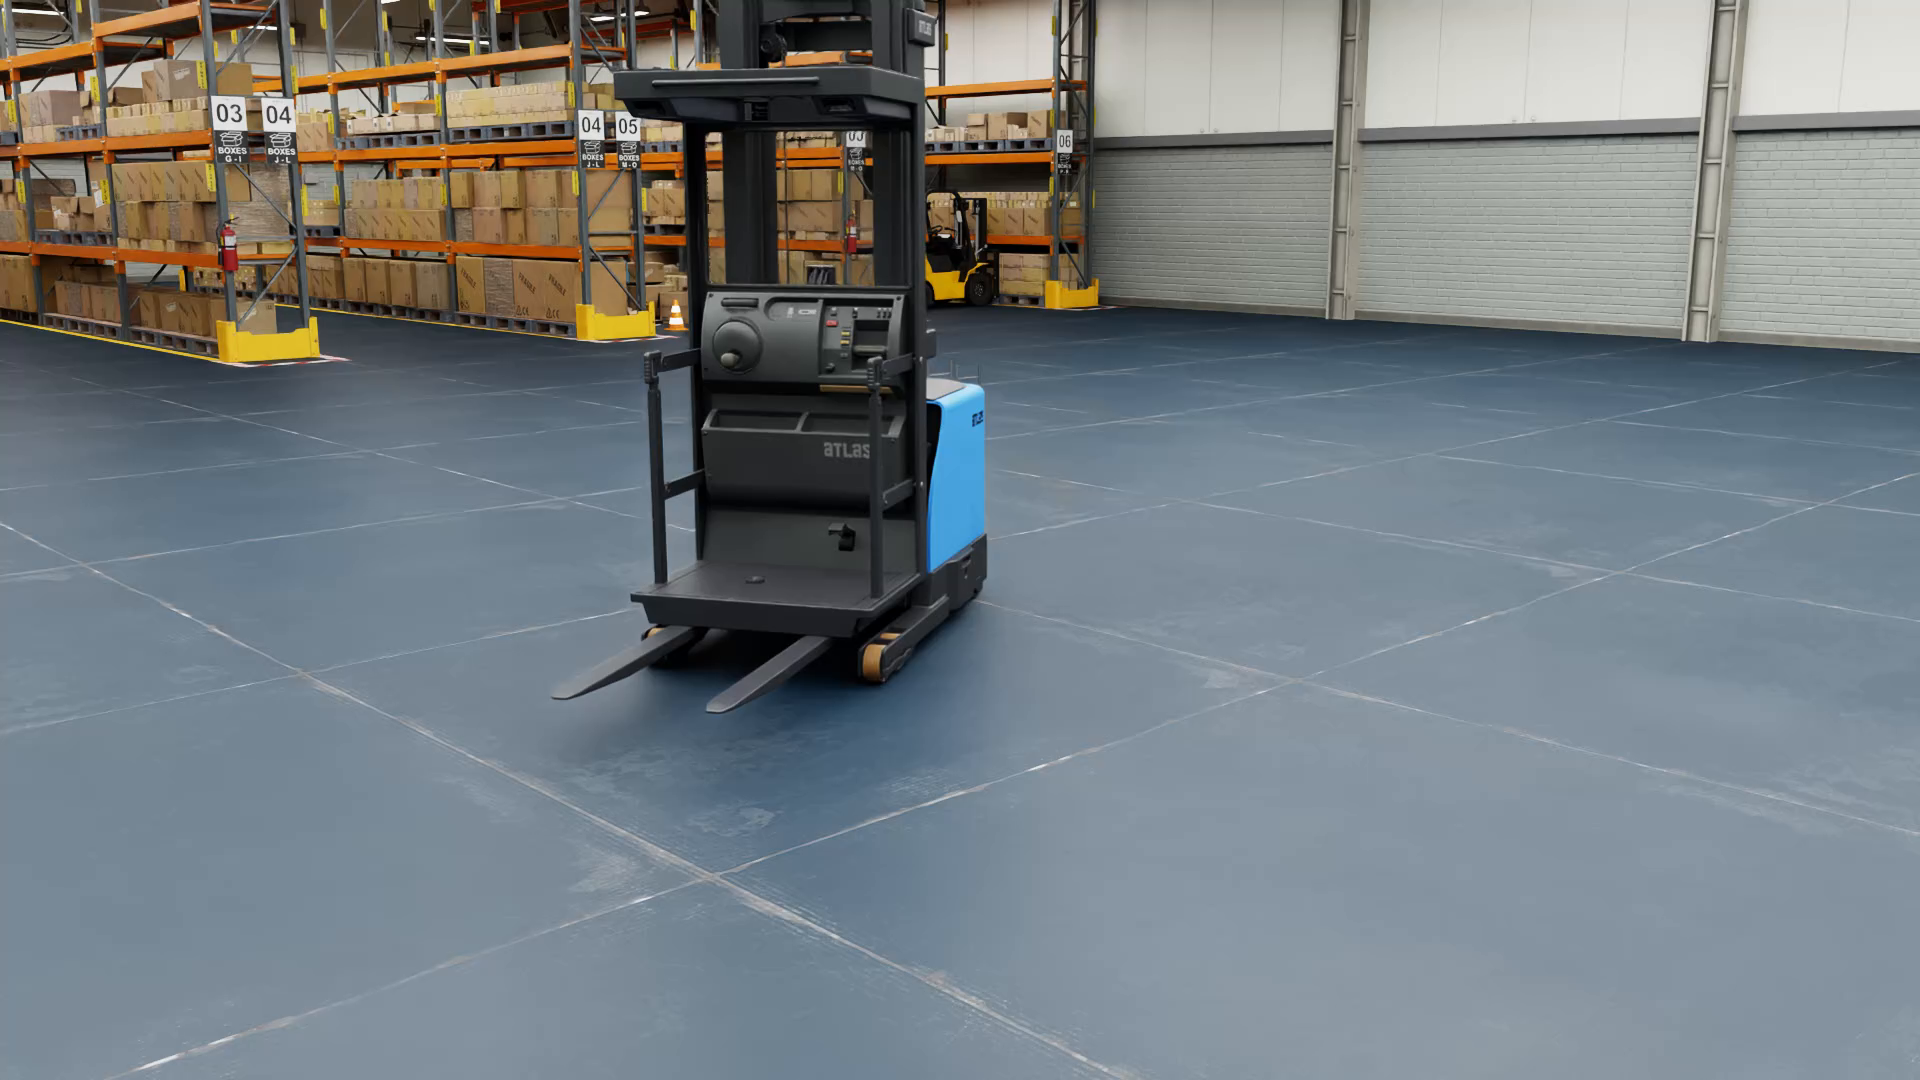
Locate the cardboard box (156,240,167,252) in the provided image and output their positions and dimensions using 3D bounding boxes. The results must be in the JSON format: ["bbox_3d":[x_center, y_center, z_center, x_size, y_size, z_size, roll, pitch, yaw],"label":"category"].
[{"bbox_3d":[-10.469,-3.925,22.153,0.380,0.149,0.250,-11,16,-43],"label":"cardboard box"}]

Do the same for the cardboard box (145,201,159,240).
[{"bbox_3d":[-10.441,-4.322,22.473,0.875,0.500,0.500,-11,16,-43],"label":"cardboard box"}]

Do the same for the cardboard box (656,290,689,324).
[{"bbox_3d":[-4.559,-3.817,27.190,0.637,0.503,0.797,1,12,6],"label":"cardboard box"}]

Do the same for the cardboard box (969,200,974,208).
[{"bbox_3d":[0.393,-6.467,32.012,0.380,0.149,0.250,-11,16,-44],"label":"cardboard box"}]

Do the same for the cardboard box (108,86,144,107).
[{"bbox_3d":[-11.698,-6.147,23.582,0.637,0.503,0.797,11,16,42],"label":"cardboard box"}]

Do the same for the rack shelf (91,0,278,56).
[{"bbox_3d":[-10.064,-6.631,21.588,1.077,0.370,4.000,-11,16,-43],"label":"rack shelf"}]

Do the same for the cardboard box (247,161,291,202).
[{"bbox_3d":[-8.866,-4.558,21.137,0.500,0.500,0.500,-11,16,-43],"label":"cardboard box"}]

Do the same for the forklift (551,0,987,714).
[{"bbox_3d":[-0.752,-0.922,7.121,1.130,2.935,3.031,3,12,15],"label":"forklift"}]

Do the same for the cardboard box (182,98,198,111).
[{"bbox_3d":[-9.463,-5.422,20.745,0.250,0.149,0.380,11,16,43],"label":"cardboard box"}]

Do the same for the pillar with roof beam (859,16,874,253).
[{"bbox_3d":[-5.014,-9.269,32.603,9.100,9.000,0.548,-11,16,-43],"label":"pillar with roof beam"}]

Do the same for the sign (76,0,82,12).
[{"bbox_3d":[-13.822,-8.434,26.037,0.100,0.325,0.005,-11,16,-43],"label":"sign"}]

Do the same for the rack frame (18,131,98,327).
[{"bbox_3d":[-14.208,-4.923,26.371,1.000,3.000,0.127,-11,16,-43],"label":"rack frame"}]

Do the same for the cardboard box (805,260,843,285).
[{"bbox_3d":[-2.257,-4.443,27.957,0.500,0.500,0.500,-11,16,-42],"label":"cardboard box"}]

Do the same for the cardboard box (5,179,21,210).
[{"bbox_3d":[-15.149,-5.667,27.252,0.797,0.503,0.637,-10,16,-41],"label":"cardboard box"}]

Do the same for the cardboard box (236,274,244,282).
[{"bbox_3d":[-14.154,-5.214,33.072,0.250,0.149,0.380,11,16,43],"label":"cardboard box"}]

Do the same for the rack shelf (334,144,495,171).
[{"bbox_3d":[-9.169,-6.424,28.007,1.077,0.370,4.000,-11,16,-43],"label":"rack shelf"}]

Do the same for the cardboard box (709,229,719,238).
[{"bbox_3d":[-4.292,-5.506,29.825,0.380,0.149,0.250,-11,16,-43],"label":"cardboard box"}]

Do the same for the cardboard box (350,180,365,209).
[{"bbox_3d":[-10.248,-6.071,29.218,0.700,0.500,0.500,-11,16,-43],"label":"cardboard box"}]

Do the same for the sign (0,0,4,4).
[{"bbox_3d":[-14.606,-8.318,25.277,0.100,0.325,0.005,-11,16,-43],"label":"sign"}]

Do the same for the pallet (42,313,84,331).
[{"bbox_3d":[-13.669,-3.443,26.098,1.003,0.211,1.213,-11,16,-43],"label":"pallet"}]

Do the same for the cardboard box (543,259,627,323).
[{"bbox_3d":[-5.542,-3.686,24.595,0.875,0.875,0.875,-11,16,-42],"label":"cardboard box"}]

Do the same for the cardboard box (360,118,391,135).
[{"bbox_3d":[-9.864,-7.040,28.298,0.500,0.250,0.500,-10,16,-41],"label":"cardboard box"}]

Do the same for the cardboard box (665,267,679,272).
[{"bbox_3d":[-6.812,-6.429,39.708,0.250,0.149,0.380,11,16,43],"label":"cardboard box"}]

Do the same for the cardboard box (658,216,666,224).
[{"bbox_3d":[-5.385,-5.949,30.936,0.380,0.149,0.250,-11,16,-42],"label":"cardboard box"}]

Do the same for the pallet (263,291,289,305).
[{"bbox_3d":[-12.774,-4.704,32.218,1.003,0.211,1.213,-11,16,-43],"label":"pallet"}]

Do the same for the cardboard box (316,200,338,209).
[{"bbox_3d":[-11.220,-5.981,29.614,0.250,0.149,0.380,11,16,43],"label":"cardboard box"}]

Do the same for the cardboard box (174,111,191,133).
[{"bbox_3d":[-9.546,-5.258,20.938,0.500,0.250,0.500,-11,16,-42],"label":"cardboard box"}]

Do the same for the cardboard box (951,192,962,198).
[{"bbox_3d":[0.046,-6.689,32.352,0.380,0.149,0.250,-11,16,-43],"label":"cardboard box"}]

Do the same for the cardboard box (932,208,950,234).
[{"bbox_3d":[-0.201,-6.286,32.741,0.500,0.500,0.500,-11,16,-42],"label":"cardboard box"}]

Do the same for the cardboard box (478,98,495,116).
[{"bbox_3d":[-6.955,-6.554,25.201,0.500,0.250,0.500,-11,16,-43],"label":"cardboard box"}]

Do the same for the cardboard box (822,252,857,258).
[{"bbox_3d":[-2.575,-5.851,35.722,0.875,0.625,0.625,-10,15,-41],"label":"cardboard box"}]

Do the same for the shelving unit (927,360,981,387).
[{"bbox_3d":[-0.037,-0.522,9.843,0.215,1.050,0.252,-11,16,-43],"label":"shelving unit"}]

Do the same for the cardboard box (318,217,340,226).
[{"bbox_3d":[-11.224,-5.690,29.676,0.380,0.149,0.250,-11,16,-42],"label":"cardboard box"}]

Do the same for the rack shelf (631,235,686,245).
[{"bbox_3d":[-5.659,-5.659,31.730,1.077,0.370,4.000,-11,16,-43],"label":"rack shelf"}]

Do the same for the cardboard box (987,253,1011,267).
[{"bbox_3d":[0.816,-5.347,31.725,0.500,0.250,0.500,-11,16,-42],"label":"cardboard box"}]

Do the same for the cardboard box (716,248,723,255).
[{"bbox_3d":[-5.382,-6.644,38.272,0.380,0.149,0.250,-11,16,-43],"label":"cardboard box"}]

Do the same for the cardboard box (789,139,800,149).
[{"bbox_3d":[-2.652,-6.646,27.927,0.380,0.149,0.250,-11,16,-43],"label":"cardboard box"}]

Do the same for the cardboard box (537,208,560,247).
[{"bbox_3d":[-5.710,-4.630,24.579,0.875,0.550,0.550,-11,16,-43],"label":"cardboard box"}]

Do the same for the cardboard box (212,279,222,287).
[{"bbox_3d":[-15.077,-5.268,34.071,0.250,0.149,0.380,11,16,42],"label":"cardboard box"}]

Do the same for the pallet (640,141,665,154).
[{"bbox_3d":[-5.345,-7.353,31.198,1.213,0.211,1.003,-11,16,-43],"label":"pallet"}]

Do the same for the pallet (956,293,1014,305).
[{"bbox_3d":[0.675,-4.746,32.425,1.003,0.211,1.213,-11,16,-43],"label":"pallet"}]

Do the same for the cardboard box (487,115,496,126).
[{"bbox_3d":[-6.902,-6.330,25.102,0.380,0.149,0.250,-11,16,-43],"label":"cardboard box"}]

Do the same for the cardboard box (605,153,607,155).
[{"bbox_3d":[-6.769,-7.600,32.266,0.396,0.266,0.258,-11,16,-43],"label":"cardboard box"}]

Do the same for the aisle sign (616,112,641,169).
[{"bbox_3d":[-4.760,-5.736,23.877,0.394,0.787,0.004,-11,16,-43],"label":"aisle sign"}]

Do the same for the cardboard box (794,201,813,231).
[{"bbox_3d":[-2.432,-5.445,27.923,0.500,0.500,0.500,-11,16,-42],"label":"cardboard box"}]

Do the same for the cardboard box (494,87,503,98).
[{"bbox_3d":[-6.732,-6.684,24.845,0.380,0.149,0.250,-11,16,-43],"label":"cardboard box"}]

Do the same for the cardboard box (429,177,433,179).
[{"bbox_3d":[-11.635,-8.046,37.197,0.380,0.149,0.250,-11,16,-42],"label":"cardboard box"}]

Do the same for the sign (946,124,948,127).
[{"bbox_3d":[-0.290,-8.251,33.614,0.100,0.325,0.005,-11,16,-43],"label":"sign"}]

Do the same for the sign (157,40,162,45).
[{"bbox_3d":[-16.468,-10.125,34.246,0.100,0.325,0.005,-11,16,-43],"label":"sign"}]

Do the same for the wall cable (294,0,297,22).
[{"bbox_3d":[-17.453,-14.286,40.598,2.355,3.000,0.029,-11,16,-43],"label":"wall cable"}]

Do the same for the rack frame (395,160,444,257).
[{"bbox_3d":[-12.565,-7.471,38.741,1.000,3.000,0.127,-11,16,-43],"label":"rack frame"}]

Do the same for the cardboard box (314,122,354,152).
[{"bbox_3d":[-11.129,-7.165,29.574,0.500,0.500,0.500,-11,16,-43],"label":"cardboard box"}]

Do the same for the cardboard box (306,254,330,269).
[{"bbox_3d":[-11.909,-5.159,30.816,0.500,0.250,0.500,-10,16,-41],"label":"cardboard box"}]

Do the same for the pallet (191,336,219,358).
[{"bbox_3d":[-9.271,-2.524,21.638,1.003,0.211,1.213,-11,16,-43],"label":"pallet"}]

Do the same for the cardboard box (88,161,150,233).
[{"bbox_3d":[-11.893,-4.974,24.092,1.000,1.000,1.000,-11,16,-42],"label":"cardboard box"}]

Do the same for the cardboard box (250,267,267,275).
[{"bbox_3d":[-13.747,-5.299,32.749,0.380,0.149,0.250,-10,15,-41],"label":"cardboard box"}]

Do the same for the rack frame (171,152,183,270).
[{"bbox_3d":[-16.075,-6.767,35.321,1.000,3.000,0.127,-11,16,-43],"label":"rack frame"}]
